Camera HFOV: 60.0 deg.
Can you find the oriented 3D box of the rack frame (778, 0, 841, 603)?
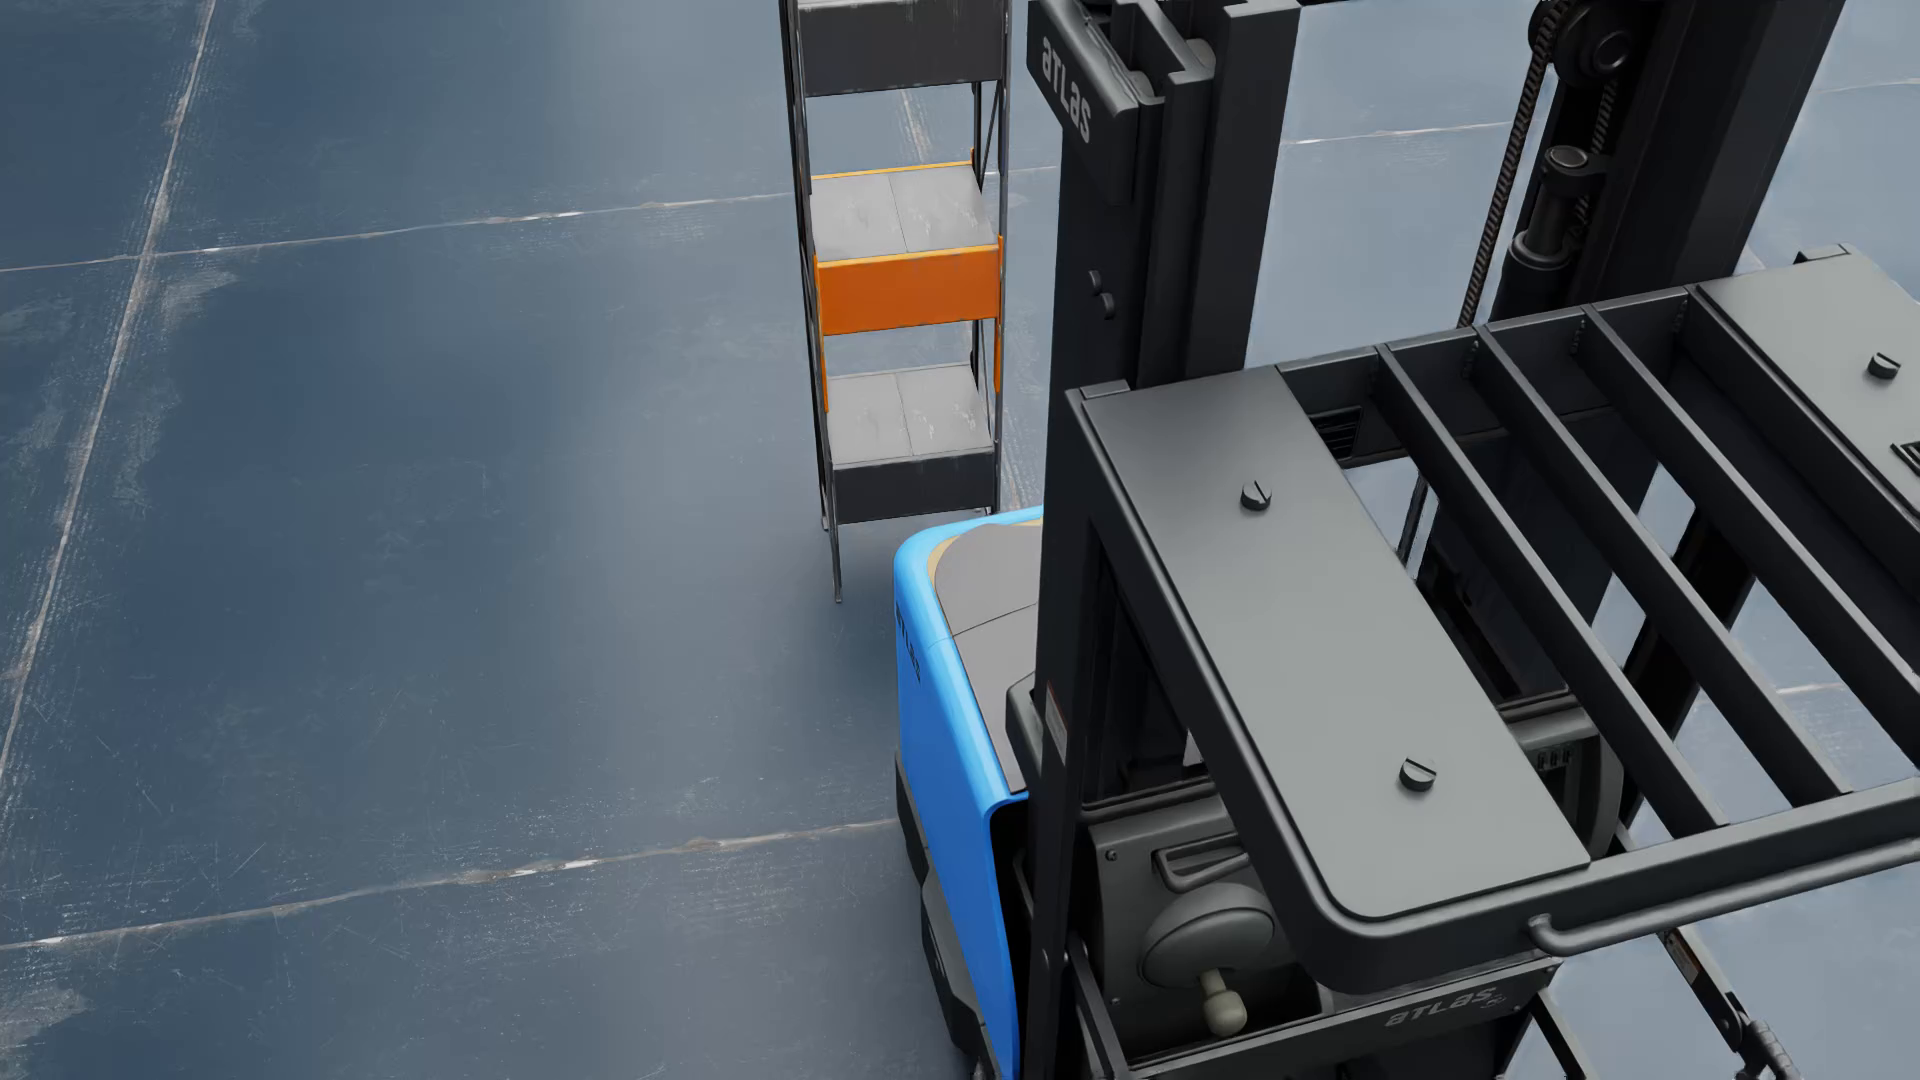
[{"bbox_3d":[-0.404,-0.678,4.445,0.015,2.100,0.400,-7,46,-7],"label":"rack frame"}]

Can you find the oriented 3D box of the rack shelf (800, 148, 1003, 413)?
[{"bbox_3d":[-0.163,-0.699,4.484,0.480,0.518,0.431,-7,46,-7],"label":"rack shelf"}]

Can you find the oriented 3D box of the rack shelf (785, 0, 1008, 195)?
[{"bbox_3d":[-0.163,-1.184,3.980,0.480,0.518,0.431,-7,46,-7],"label":"rack shelf"}]

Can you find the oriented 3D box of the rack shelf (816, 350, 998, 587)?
[{"bbox_3d":[-0.163,-0.213,4.988,0.480,0.518,0.431,-7,46,-7],"label":"rack shelf"}]

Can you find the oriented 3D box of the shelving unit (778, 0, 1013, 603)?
[{"bbox_3d":[-0.163,-0.708,4.474,0.503,2.100,0.431,-7,46,-7],"label":"shelving unit"}]

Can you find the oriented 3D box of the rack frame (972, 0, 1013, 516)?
[{"bbox_3d":[0.077,-0.738,4.503,0.015,2.100,0.400,-7,46,-7],"label":"rack frame"}]

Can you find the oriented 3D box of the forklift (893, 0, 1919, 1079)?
[{"bbox_3d":[0.727,0.641,2.597,1.130,2.935,3.031,-12,47,-11],"label":"forklift"}]
